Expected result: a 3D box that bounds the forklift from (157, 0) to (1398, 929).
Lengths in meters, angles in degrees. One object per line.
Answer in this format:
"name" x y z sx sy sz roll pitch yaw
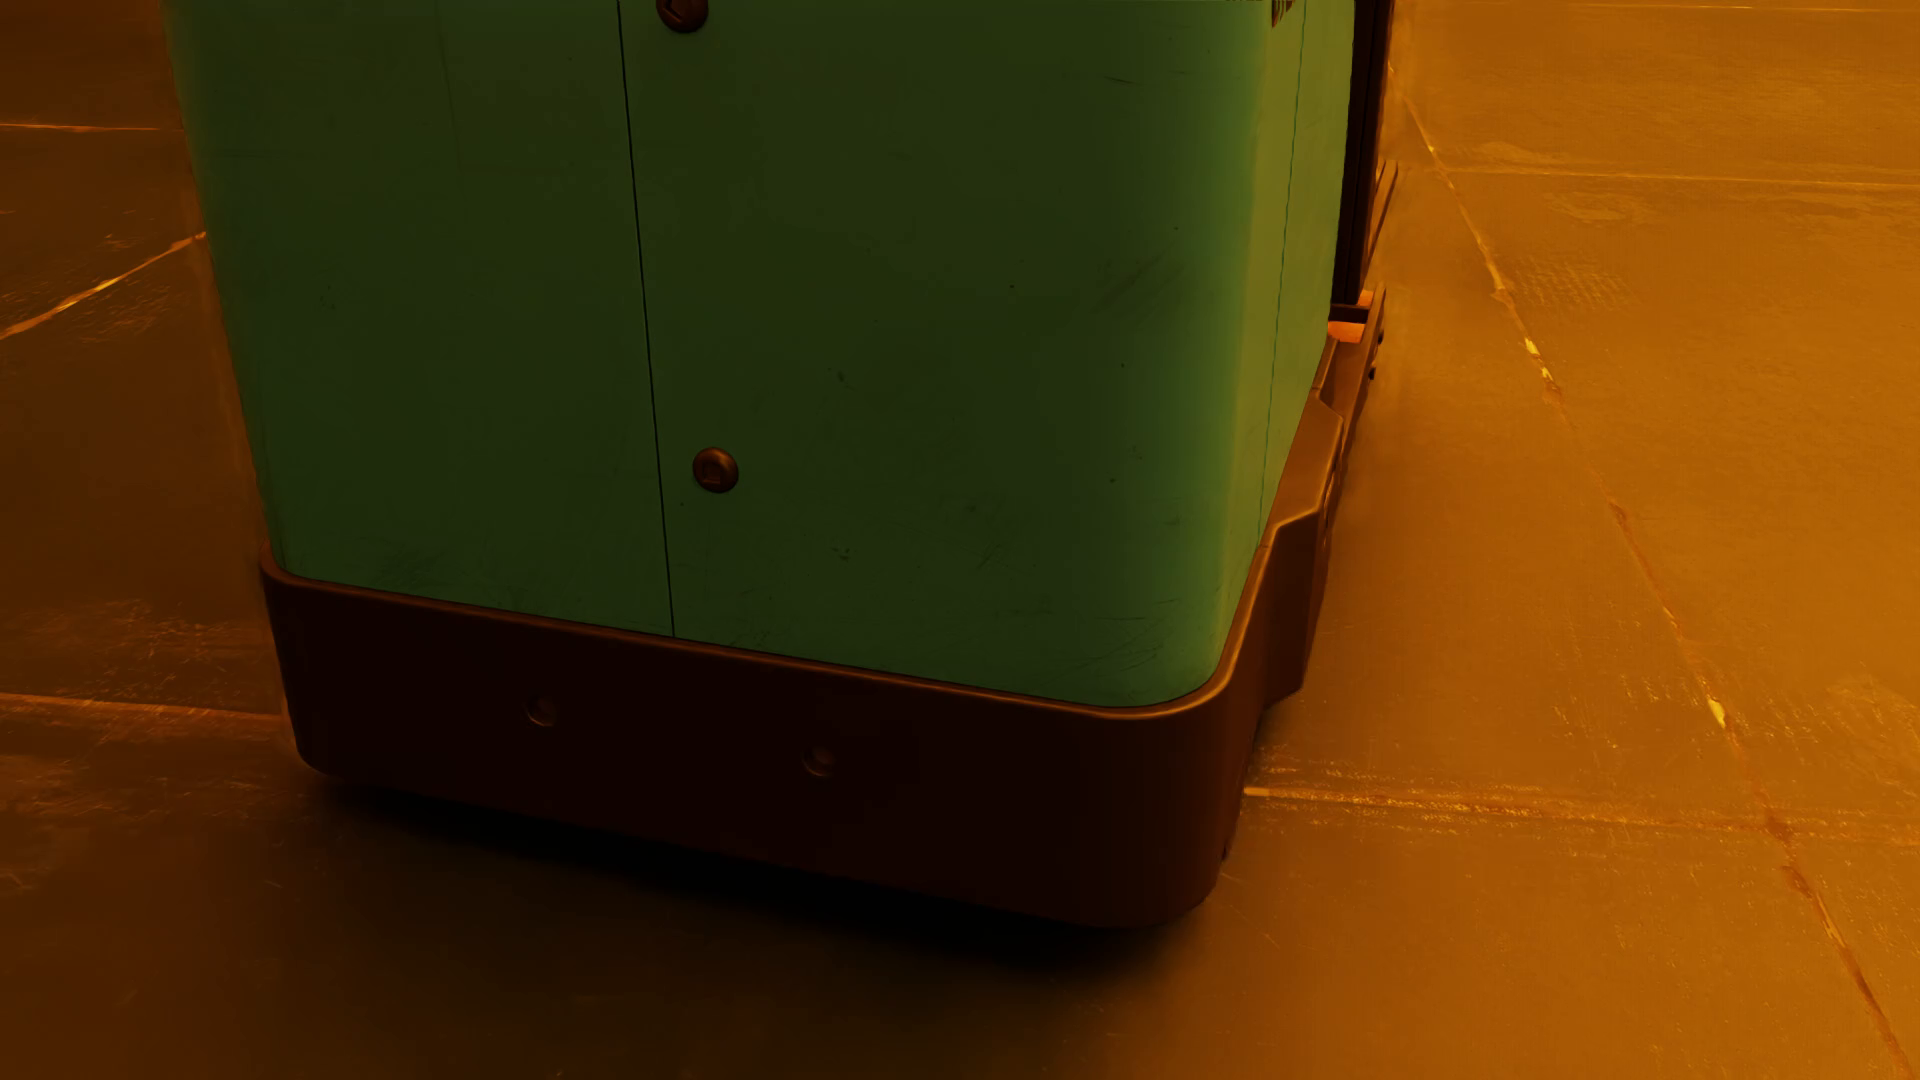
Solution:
"forklift" 0.168 -1.577 2.379 1.130 2.935 3.031 8 28 15
